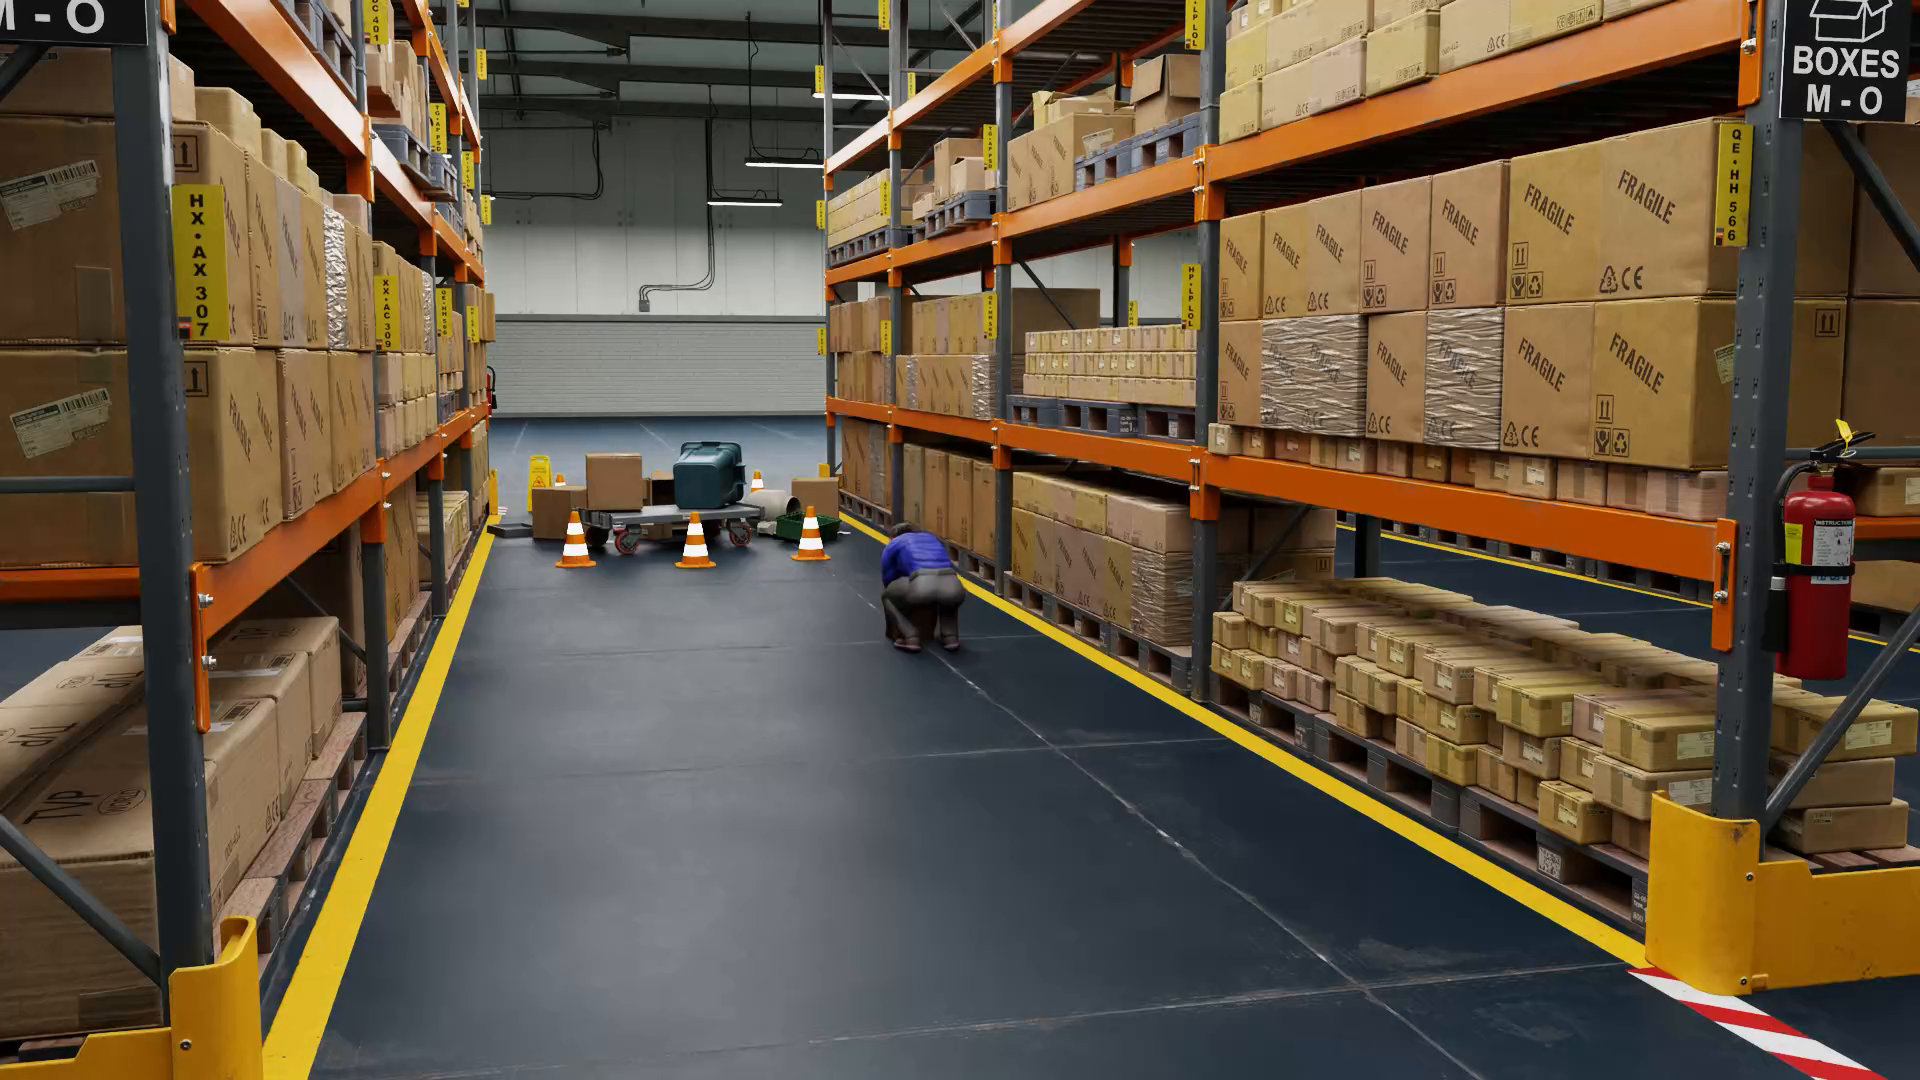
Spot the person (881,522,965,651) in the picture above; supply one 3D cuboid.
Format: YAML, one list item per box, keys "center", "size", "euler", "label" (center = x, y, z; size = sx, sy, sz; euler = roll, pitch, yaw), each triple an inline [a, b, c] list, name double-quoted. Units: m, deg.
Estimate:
- center: [-0.240, 0.319, 10.338]
  size: [0.474, 0.817, 0.830]
  euler: [-2, 6, -14]
  label: "person"
